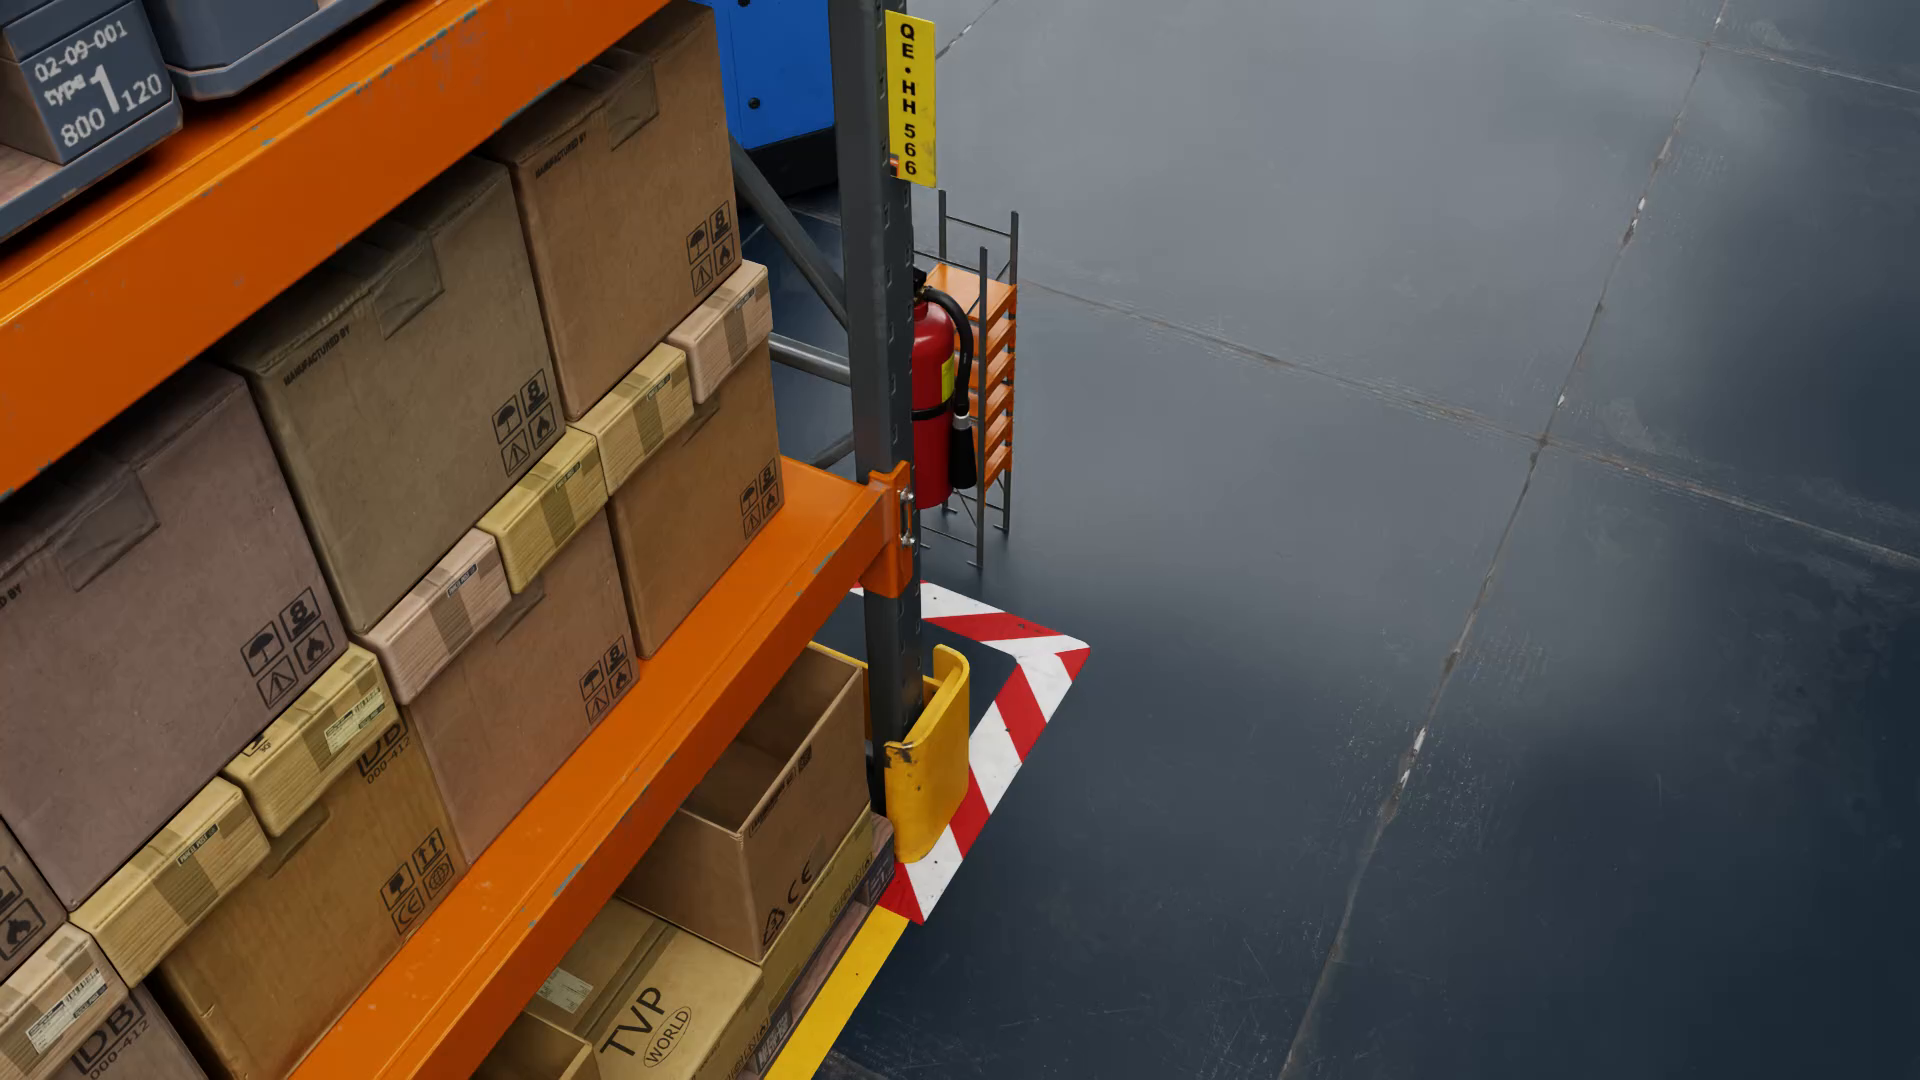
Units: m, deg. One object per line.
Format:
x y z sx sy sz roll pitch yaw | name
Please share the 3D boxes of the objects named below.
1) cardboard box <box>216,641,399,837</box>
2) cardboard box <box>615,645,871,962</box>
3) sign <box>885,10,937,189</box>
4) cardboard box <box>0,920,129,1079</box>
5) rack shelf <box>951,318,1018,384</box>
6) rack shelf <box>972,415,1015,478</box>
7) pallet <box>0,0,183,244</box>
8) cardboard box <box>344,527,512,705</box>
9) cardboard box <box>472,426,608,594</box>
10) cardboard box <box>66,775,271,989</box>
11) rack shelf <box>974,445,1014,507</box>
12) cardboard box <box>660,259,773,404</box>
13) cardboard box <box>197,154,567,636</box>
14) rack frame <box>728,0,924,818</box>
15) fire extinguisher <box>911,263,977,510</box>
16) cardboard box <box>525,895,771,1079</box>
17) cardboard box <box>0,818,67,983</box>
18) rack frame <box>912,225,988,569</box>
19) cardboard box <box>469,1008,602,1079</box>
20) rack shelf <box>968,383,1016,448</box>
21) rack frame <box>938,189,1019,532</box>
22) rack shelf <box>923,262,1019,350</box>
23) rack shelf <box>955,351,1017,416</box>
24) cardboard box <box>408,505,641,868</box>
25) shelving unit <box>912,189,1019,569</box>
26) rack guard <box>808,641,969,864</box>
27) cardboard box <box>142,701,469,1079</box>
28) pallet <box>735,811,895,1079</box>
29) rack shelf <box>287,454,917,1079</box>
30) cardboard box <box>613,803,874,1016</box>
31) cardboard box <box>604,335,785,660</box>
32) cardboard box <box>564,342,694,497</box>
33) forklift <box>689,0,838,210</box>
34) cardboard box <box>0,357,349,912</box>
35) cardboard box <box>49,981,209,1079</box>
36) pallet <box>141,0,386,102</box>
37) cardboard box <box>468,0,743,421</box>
-1.050 0.223 2.394 0.380 0.149 0.250 22 49 20 | cardboard box
-0.547 0.524 3.734 0.500 0.500 0.500 20 49 19 | cardboard box
-0.088 -0.769 2.921 0.100 0.325 0.005 20 49 19 | sign
-1.289 0.551 2.070 0.380 0.149 0.250 20 49 19 | cardboard box
0.007 -0.568 4.693 0.258 0.103 0.180 20 49 19 | rack shelf
0.007 -0.315 4.949 0.258 0.103 0.180 20 49 19 | rack shelf
-1.478 -0.282 1.373 1.003 0.211 1.213 20 49 19 | pallet
-0.928 0.058 2.558 0.380 0.149 0.250 21 49 20 | cardboard box
-0.809 -0.100 2.714 0.380 0.149 0.250 20 49 18 | cardboard box
-1.170 0.390 2.230 0.380 0.149 0.250 22 49 20 | cardboard box
0.007 -0.231 5.035 0.258 0.103 0.180 20 49 19 | rack shelf
-0.571 -0.427 3.036 0.380 0.149 0.250 20 49 18 | cardboard box
-1.054 -0.302 2.457 0.700 0.500 0.500 19 48 18 | cardboard box
-0.562 -0.467 3.603 1.000 3.000 0.127 20 49 19 | rack frame
-0.096 -0.361 3.552 0.296 0.674 0.183 20 49 19 | fire extinguisher
-0.771 1.106 3.686 0.500 0.250 0.500 20 49 19 | cardboard box
-1.520 0.331 1.831 0.700 0.500 0.500 20 49 19 | cardboard box
-0.036 -0.373 4.775 0.240 1.200 0.006 20 49 19 | rack frame
-0.998 1.159 3.106 0.500 0.500 0.500 20 49 19 | cardboard box
0.007 -0.400 4.864 0.258 0.103 0.180 20 49 19 | rack shelf
0.049 -0.489 4.889 0.240 1.200 0.006 20 49 19 | rack frame
0.007 -0.653 4.608 0.258 0.103 0.180 20 49 19 | rack shelf
0.007 -0.484 4.779 0.258 0.103 0.180 20 49 19 | rack shelf
-1.029 0.120 2.952 0.700 0.500 0.500 22 49 20 | cardboard box
0.007 -0.431 4.832 0.258 1.200 0.189 20 49 19 | shelving unit
-0.551 0.396 4.507 1.175 0.500 0.348 20 49 19 | rack guard
-1.265 0.431 2.645 0.700 0.500 0.500 21 49 19 | cardboard box
-0.880 1.009 4.105 1.003 0.211 1.213 20 49 19 | pallet
-1.490 1.046 2.613 1.077 0.370 4.000 20 49 19 | rack shelf
-0.549 0.787 4.001 0.500 0.250 0.500 20 49 19 | cardboard box
-0.790 -0.212 3.281 0.700 0.500 0.500 20 49 19 | cardboard box
-0.691 -0.261 2.873 0.380 0.149 0.250 22 49 20 | cardboard box
-1.523 -3.216 6.368 1.130 2.935 3.031 -21 49 -19 | forklift
-1.287 0.016 2.143 0.700 0.500 0.500 21 49 19 | cardboard box
-1.506 0.764 2.316 0.700 0.500 0.500 22 49 20 | cardboard box
-0.913 -1.054 2.135 1.003 0.211 1.213 20 49 19 | pallet
-0.815 -0.635 2.786 0.700 0.500 0.500 21 49 19 | cardboard box
